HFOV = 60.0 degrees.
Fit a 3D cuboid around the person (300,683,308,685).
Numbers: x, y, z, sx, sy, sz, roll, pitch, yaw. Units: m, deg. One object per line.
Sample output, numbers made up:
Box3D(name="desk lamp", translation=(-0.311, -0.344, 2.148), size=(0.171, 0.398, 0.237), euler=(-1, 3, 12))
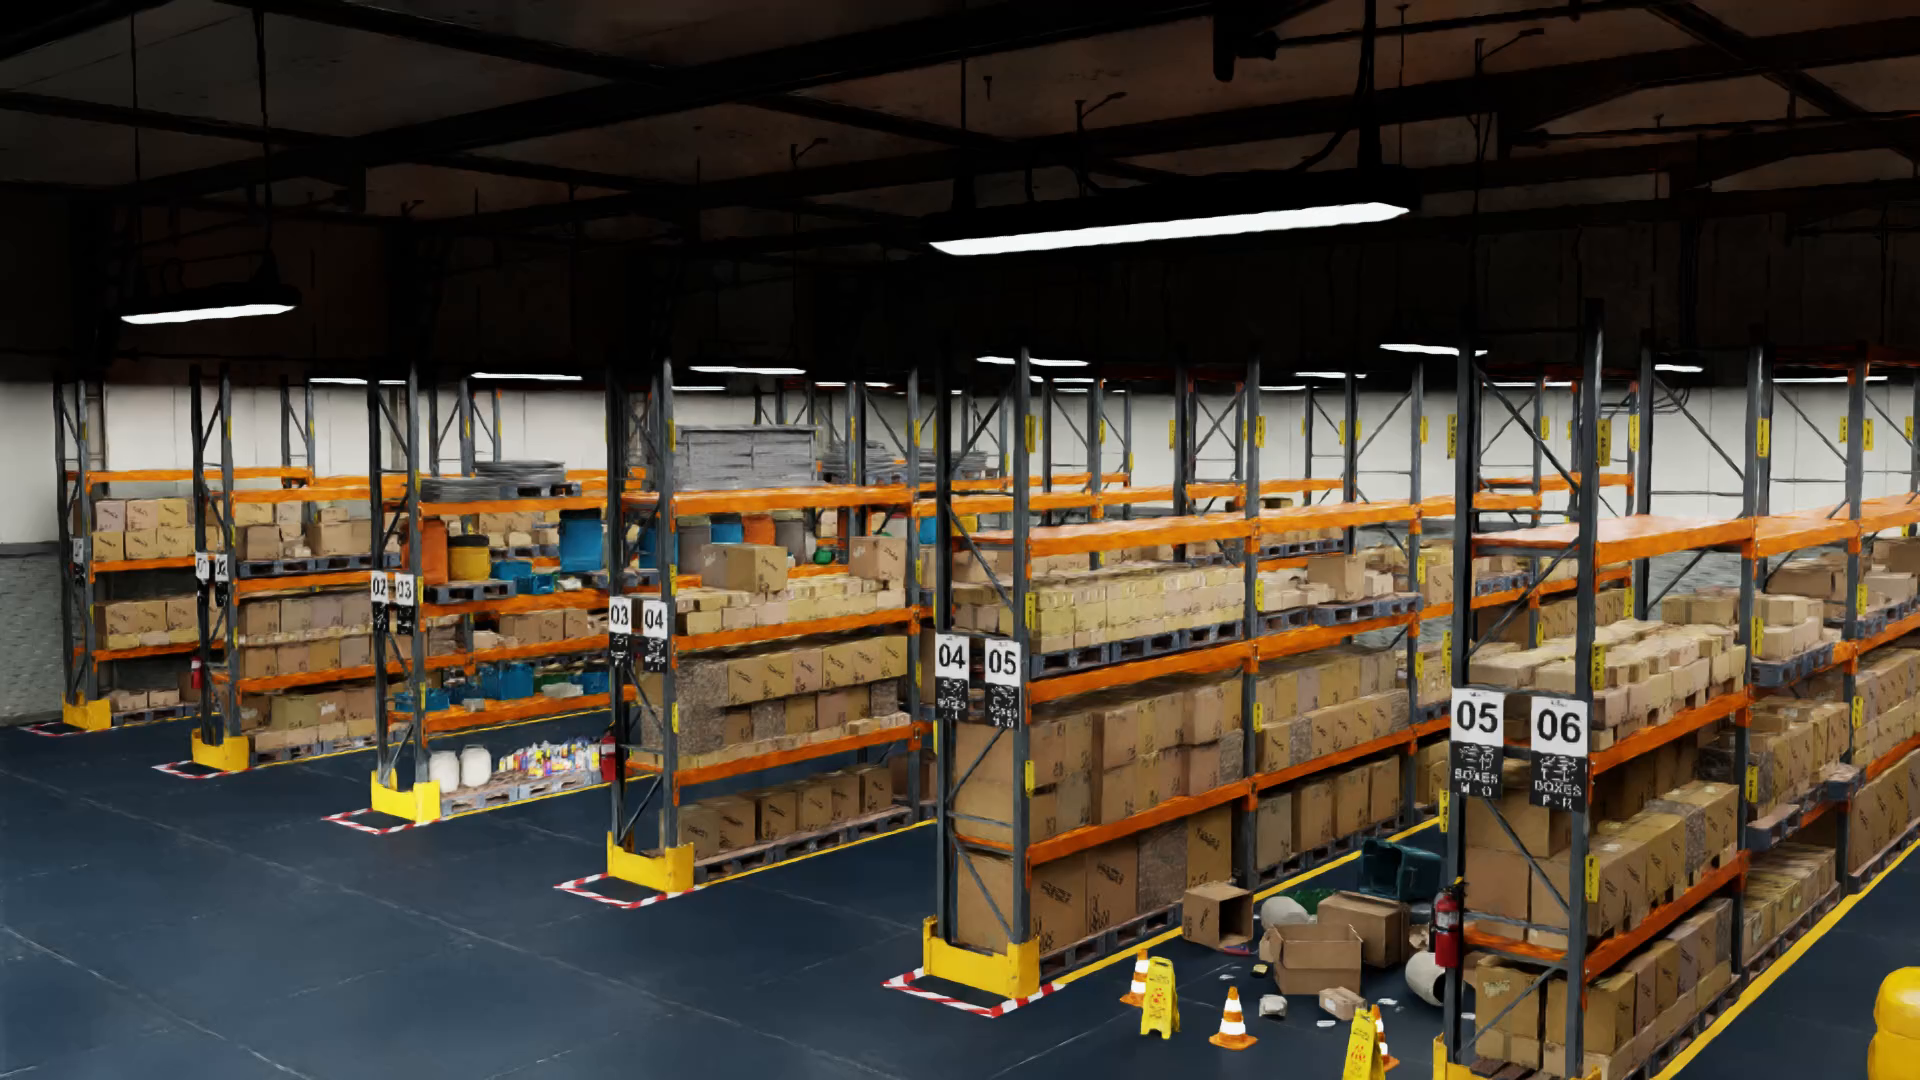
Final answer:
Box3D(name="person", translation=(-11.374, 2.278, 28.766), size=(0.639, 1.610, 0.807), euler=(2, 4, 23))
